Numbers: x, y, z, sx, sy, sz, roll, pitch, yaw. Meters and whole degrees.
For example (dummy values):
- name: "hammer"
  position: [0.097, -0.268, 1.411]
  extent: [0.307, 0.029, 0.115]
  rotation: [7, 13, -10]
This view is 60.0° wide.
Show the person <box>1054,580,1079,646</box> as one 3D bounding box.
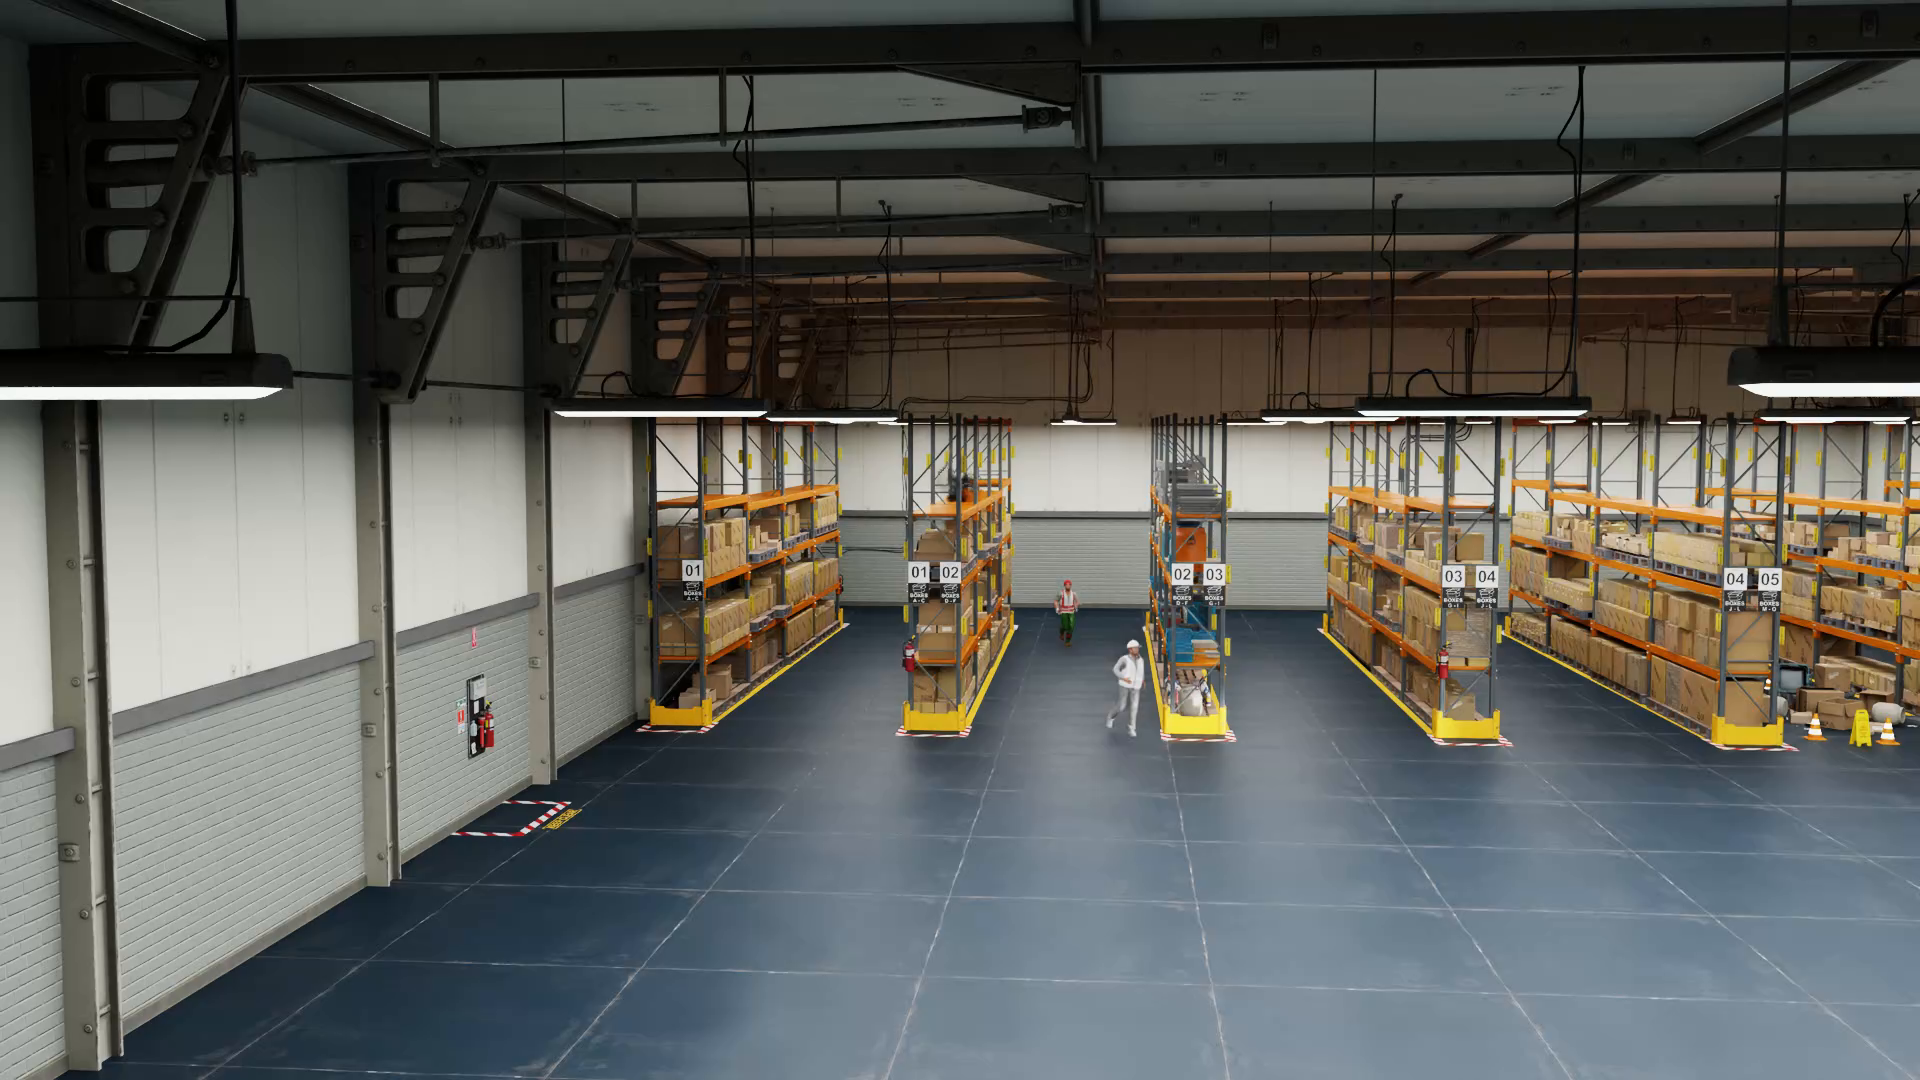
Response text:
- name: "person"
  position: [2.826, 1.918, 43.707]
  extent: [0.662, 1.738, 0.599]
  rotation: [-1, 4, -10]

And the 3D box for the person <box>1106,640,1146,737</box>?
- name: "person"
  position: [3.207, 2.747, 31.108]
  extent: [0.722, 1.740, 0.953]
  rotation: [-1, 4, -20]
